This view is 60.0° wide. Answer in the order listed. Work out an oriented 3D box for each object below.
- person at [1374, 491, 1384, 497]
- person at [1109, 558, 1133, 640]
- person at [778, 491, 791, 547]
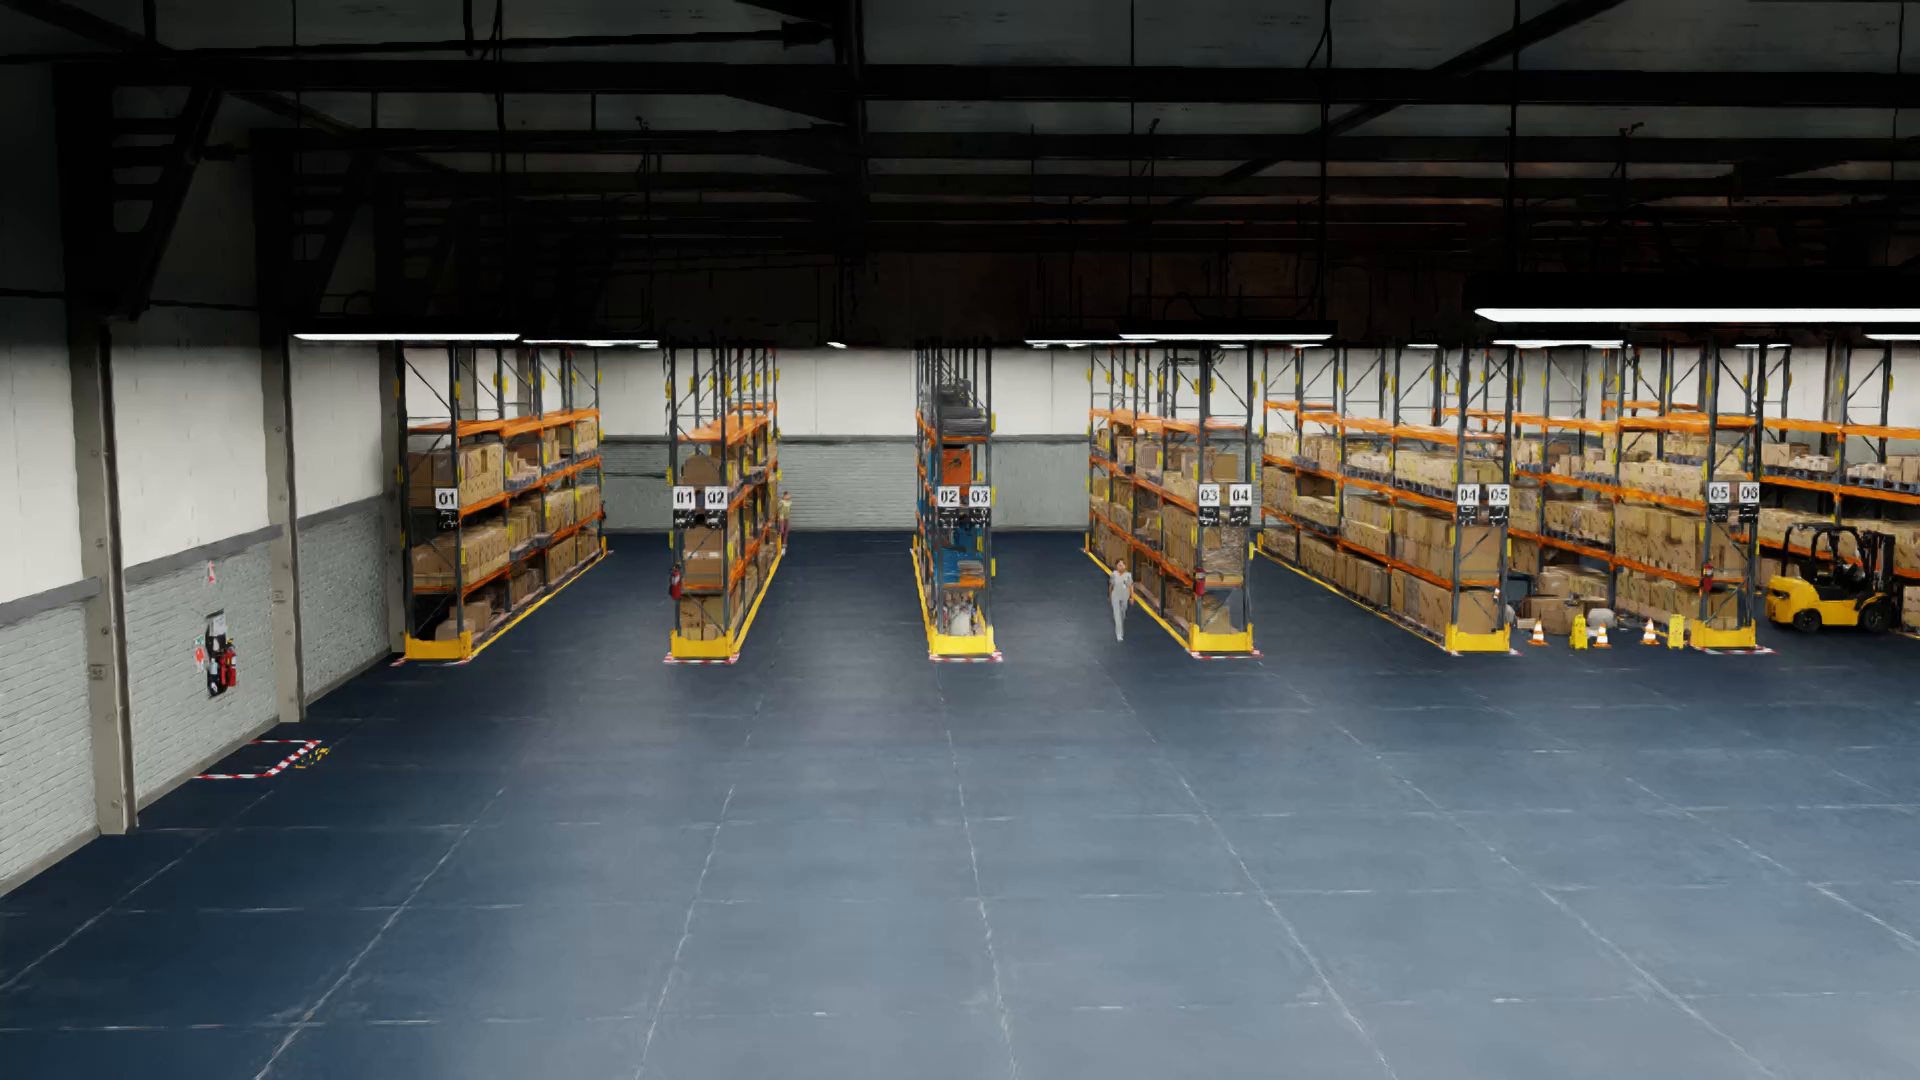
[{"bbox_3d":[12.202,-0.627,48.198,0.537,1.775,0.644,-2,7,-19],"label":"person"},{"bbox_3d":[3.217,1.157,33.144,0.455,1.612,1.019,0,7,-4],"label":"person"},{"bbox_3d":[-5.191,-0.623,48.655,0.514,1.664,0.506,-5,8,-40],"label":"person"}]
